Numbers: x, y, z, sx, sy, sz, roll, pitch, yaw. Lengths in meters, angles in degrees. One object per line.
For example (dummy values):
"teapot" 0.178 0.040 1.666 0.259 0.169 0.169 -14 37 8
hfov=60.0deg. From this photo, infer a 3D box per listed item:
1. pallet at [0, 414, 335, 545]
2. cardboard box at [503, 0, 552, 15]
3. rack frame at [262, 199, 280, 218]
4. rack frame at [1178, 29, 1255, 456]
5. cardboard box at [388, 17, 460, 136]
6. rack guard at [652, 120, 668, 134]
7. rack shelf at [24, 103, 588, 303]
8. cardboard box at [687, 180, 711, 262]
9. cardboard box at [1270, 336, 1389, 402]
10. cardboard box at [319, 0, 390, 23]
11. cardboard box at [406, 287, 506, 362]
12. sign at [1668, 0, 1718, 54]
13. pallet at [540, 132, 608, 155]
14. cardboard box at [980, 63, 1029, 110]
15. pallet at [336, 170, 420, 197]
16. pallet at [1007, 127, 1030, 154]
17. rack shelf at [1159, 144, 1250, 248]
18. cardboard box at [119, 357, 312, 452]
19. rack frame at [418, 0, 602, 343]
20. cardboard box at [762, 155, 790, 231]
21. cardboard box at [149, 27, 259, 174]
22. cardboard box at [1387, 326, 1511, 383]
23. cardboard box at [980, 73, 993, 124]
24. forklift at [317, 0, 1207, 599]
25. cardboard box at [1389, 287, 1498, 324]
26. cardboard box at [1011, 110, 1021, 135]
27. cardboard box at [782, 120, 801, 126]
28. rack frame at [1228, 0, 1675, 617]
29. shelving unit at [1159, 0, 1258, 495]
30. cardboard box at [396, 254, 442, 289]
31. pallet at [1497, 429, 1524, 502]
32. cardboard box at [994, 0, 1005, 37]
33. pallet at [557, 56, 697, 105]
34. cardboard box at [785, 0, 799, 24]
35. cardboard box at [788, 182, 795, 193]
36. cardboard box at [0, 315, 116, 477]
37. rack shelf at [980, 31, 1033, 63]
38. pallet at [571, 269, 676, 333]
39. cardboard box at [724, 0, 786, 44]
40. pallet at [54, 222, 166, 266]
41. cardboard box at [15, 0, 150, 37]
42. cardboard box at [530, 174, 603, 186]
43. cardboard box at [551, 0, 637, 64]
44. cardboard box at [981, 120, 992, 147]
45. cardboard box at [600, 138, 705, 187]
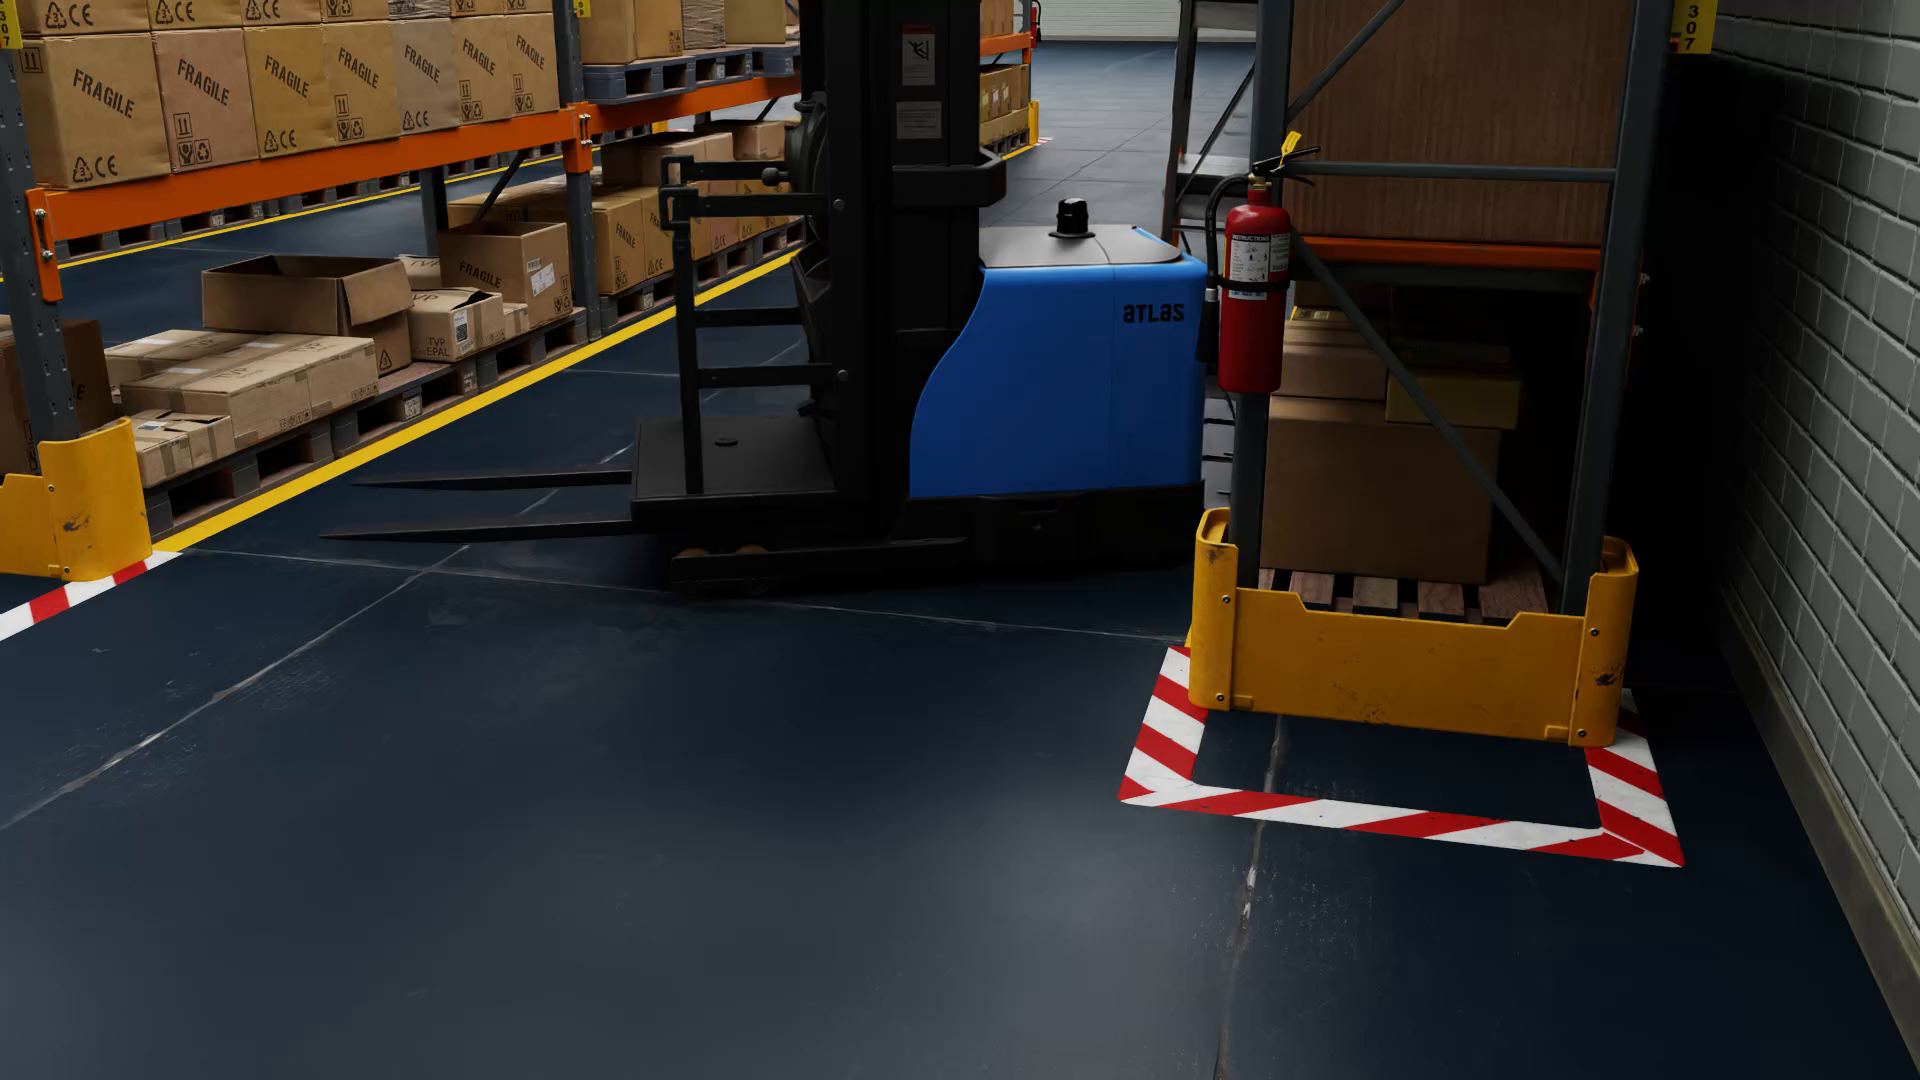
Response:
"pallet" -3.328 -0.299 6.737 1.003 0.211 1.213 5 19 13
"cardboard box" -2.436 -2.940 8.454 0.500 0.500 0.500 5 19 14
"rack frame" -6.388 -4.245 13.975 1.000 3.000 0.127 5 19 13
"rack frame" 1.068 -1.349 6.764 0.400 2.100 0.015 6 23 10
"cardboard box" -2.684 -2.146 7.676 0.500 0.500 0.500 5 20 15
"rack guard" -4.406 -5.542 21.640 1.175 0.500 0.348 5 19 13
"rack shelf" -3.052 -1.632 7.437 1.077 0.370 4.000 5 19 13
"cardboard box" -1.960 -2.081 10.825 0.500 0.500 0.500 5 19 14
"cardboard box" 1.193 -0.560 5.400 0.380 0.149 0.250 4 19 13
"cardboard box" -2.806 -2.464 7.059 0.500 0.500 0.500 4 19 13
"cardboard box" -2.610 -1.099 8.243 0.500 0.311 0.500 5 19 13
"sign" 1.801 -1.357 4.057 0.100 0.325 0.005 5 19 13
"pallet" -4.910 -4.770 19.826 1.003 0.211 1.213 5 19 13
"cardboard box" 0.526 -5.421 19.862 0.500 0.500 0.500 5 19 13
"pallet" -5.861 -3.546 16.244 1.003 0.211 1.213 5 19 13
"pallet" 0.223 -4.798 19.907 1.003 0.211 1.213 5 19 13
"rack shelf" 1.020 -1.247 6.547 0.431 0.518 0.480 6 23 10
"cardboard box" -3.010 -0.557 6.751 0.500 0.250 0.500 5 19 13
"rack frame" -2.563 -2.599 9.156 1.000 3.000 0.127 5 19 13
"cardboard box" -1.587 -2.566 12.247 0.500 0.500 0.500 5 20 16
"cardboard box" -3.055 -1.673 6.290 0.500 0.500 0.500 4 19 13
"cardboard box" 1.624 -0.609 5.544 0.380 0.149 0.250 5 19 14
"cardboard box" 0.053 -4.793 18.023 0.500 0.500 0.500 5 19 13
"forklift" -0.699 -1.373 5.674 3.031 2.935 1.130 -3 19 -9
"cardboard box" 1.810 -0.848 6.243 0.380 0.149 0.250 5 19 14
"cardboard box" 0.414 -4.909 19.522 0.500 0.250 0.500 5 19 13
"cardboard box" -1.450 -3.521 14.591 0.500 0.311 0.500 5 19 13
"rack frame" 1.264 -0.955 4.343 1.000 3.000 0.127 5 19 13
"shelving unit" 1.020 -1.260 6.542 0.431 2.100 0.503 6 23 10
"cardboard box" -2.875 -1.420 9.184 0.500 0.311 0.500 5 19 13
"pallet" 1.684 -0.273 6.662 1.003 0.211 1.213 5 19 13
"cardboard box" 0.119 -6.097 19.243 0.700 0.500 0.500 5 20 15
"pallet" -2.262 -2.750 9.895 1.003 0.211 1.213 5 19 13
"cardboard box" -1.192 -4.427 14.354 0.500 0.500 0.500 4 19 10
"cardboard box" -1.173 -2.891 13.616 0.500 0.250 0.500 5 19 13
"cardboard box" -3.646 -0.560 6.374 0.500 0.500 0.500 5 19 13
"rack shelf" -0.120 -5.393 18.448 1.077 0.370 4.000 5 19 13
"pallet" -2.401 -1.537 10.362 1.003 0.211 1.213 5 19 13
"cardboard box" -1.630 -3.892 12.138 0.700 0.500 0.500 -2 19 -5
"pallet" -6.840 -2.294 12.577 1.003 0.211 1.213 5 19 13
"cardboard box" -3.176 -1.984 5.654 0.500 0.500 0.500 5 20 15
"cardboard box" -2.469 -2.113 10.919 0.500 0.500 0.500 5 19 14
"cardboard box" -2.230 -2.976 9.455 0.700 0.500 0.500 -2 19 -5
"cardboard box" 0.053 -4.438 18.144 0.500 0.250 0.500 5 19 13
"cardboard box" -1.964 -2.425 10.673 0.500 0.250 0.500 5 19 13
